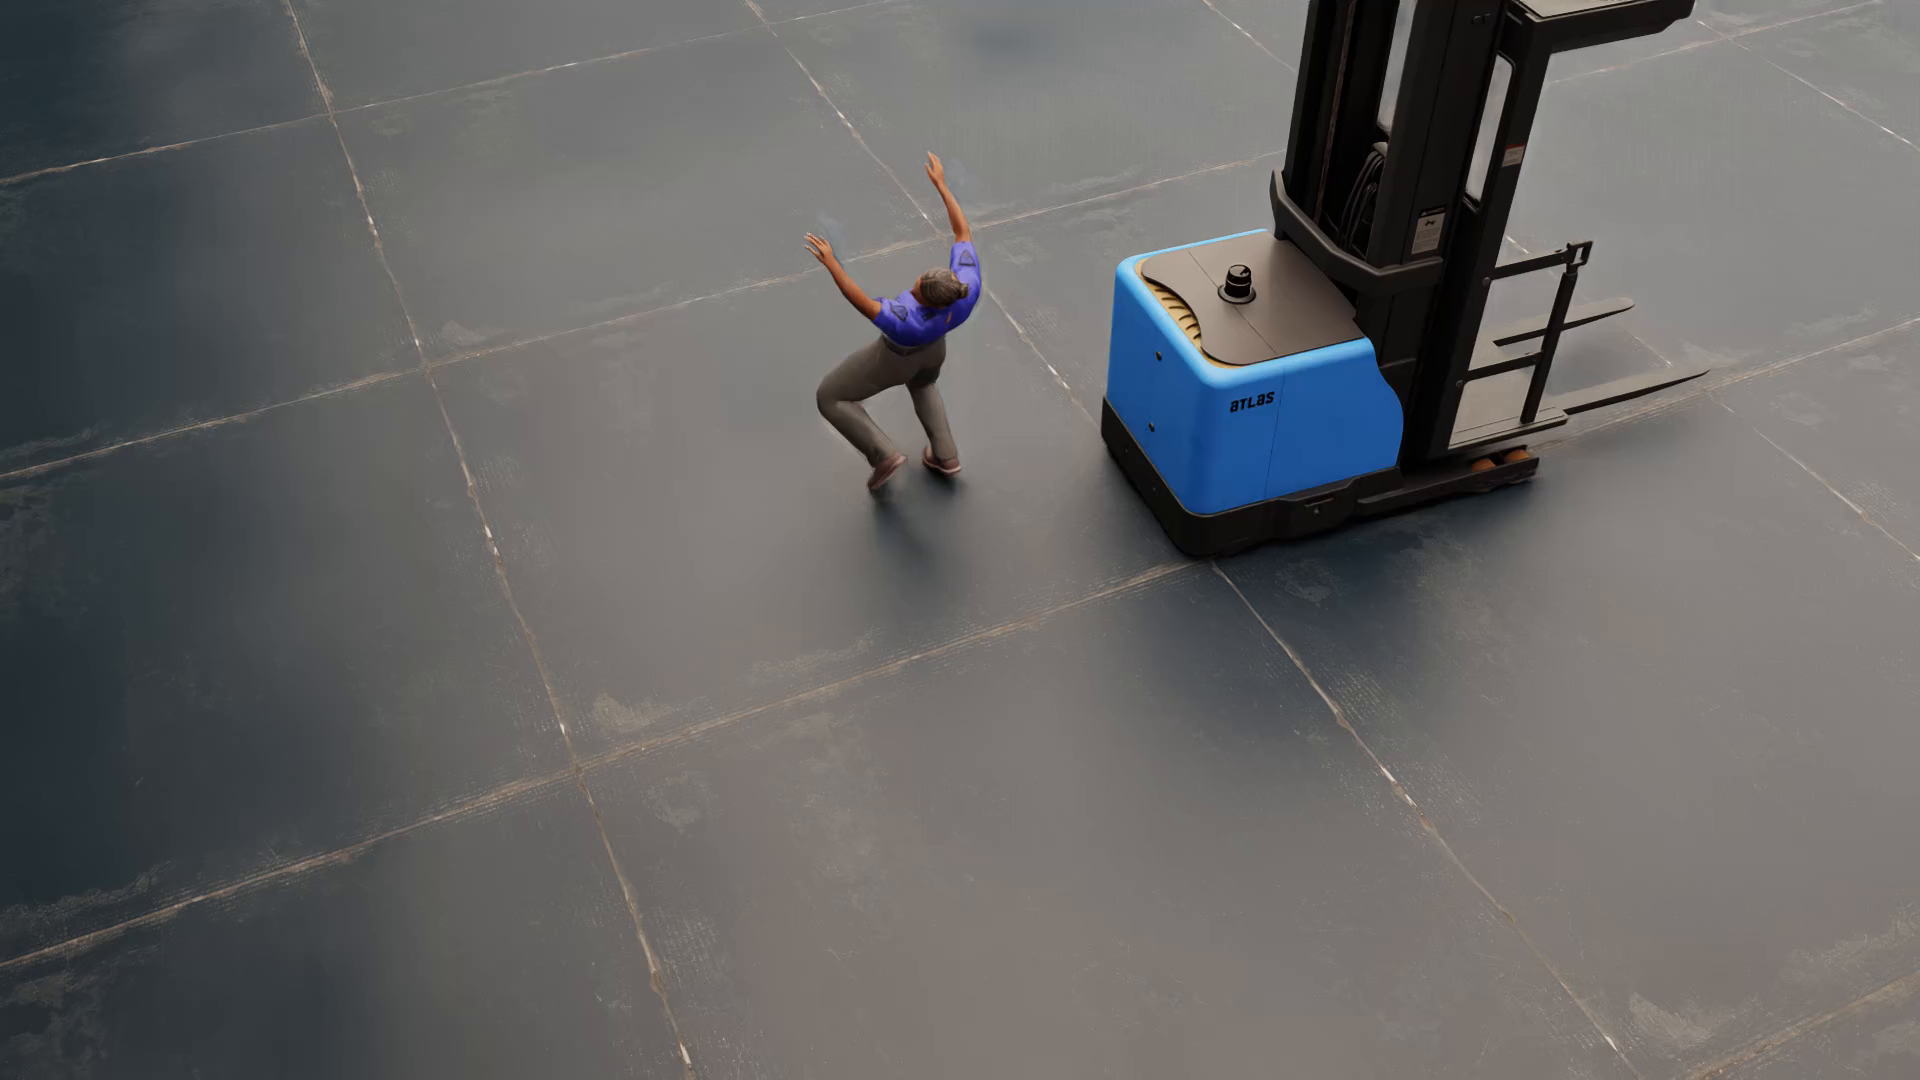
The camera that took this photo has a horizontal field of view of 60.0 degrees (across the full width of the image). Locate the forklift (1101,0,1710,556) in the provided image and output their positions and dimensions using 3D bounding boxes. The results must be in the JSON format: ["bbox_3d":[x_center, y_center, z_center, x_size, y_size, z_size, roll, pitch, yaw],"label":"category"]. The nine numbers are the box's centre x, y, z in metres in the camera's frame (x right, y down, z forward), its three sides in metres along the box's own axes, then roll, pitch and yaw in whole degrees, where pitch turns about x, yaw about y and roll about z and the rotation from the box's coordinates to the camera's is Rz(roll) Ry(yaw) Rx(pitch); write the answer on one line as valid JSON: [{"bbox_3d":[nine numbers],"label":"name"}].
[{"bbox_3d":[2.273,-1.625,7.421,3.031,2.935,1.130,-14,45,-15],"label":"forklift"}]

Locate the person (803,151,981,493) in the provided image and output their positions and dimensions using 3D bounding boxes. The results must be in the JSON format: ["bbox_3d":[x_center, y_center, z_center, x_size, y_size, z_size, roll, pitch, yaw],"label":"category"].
[{"bbox_3d":[-0.280,-0.852,7.615,0.885,1.563,0.708,-31,51,-29],"label":"person"}]
